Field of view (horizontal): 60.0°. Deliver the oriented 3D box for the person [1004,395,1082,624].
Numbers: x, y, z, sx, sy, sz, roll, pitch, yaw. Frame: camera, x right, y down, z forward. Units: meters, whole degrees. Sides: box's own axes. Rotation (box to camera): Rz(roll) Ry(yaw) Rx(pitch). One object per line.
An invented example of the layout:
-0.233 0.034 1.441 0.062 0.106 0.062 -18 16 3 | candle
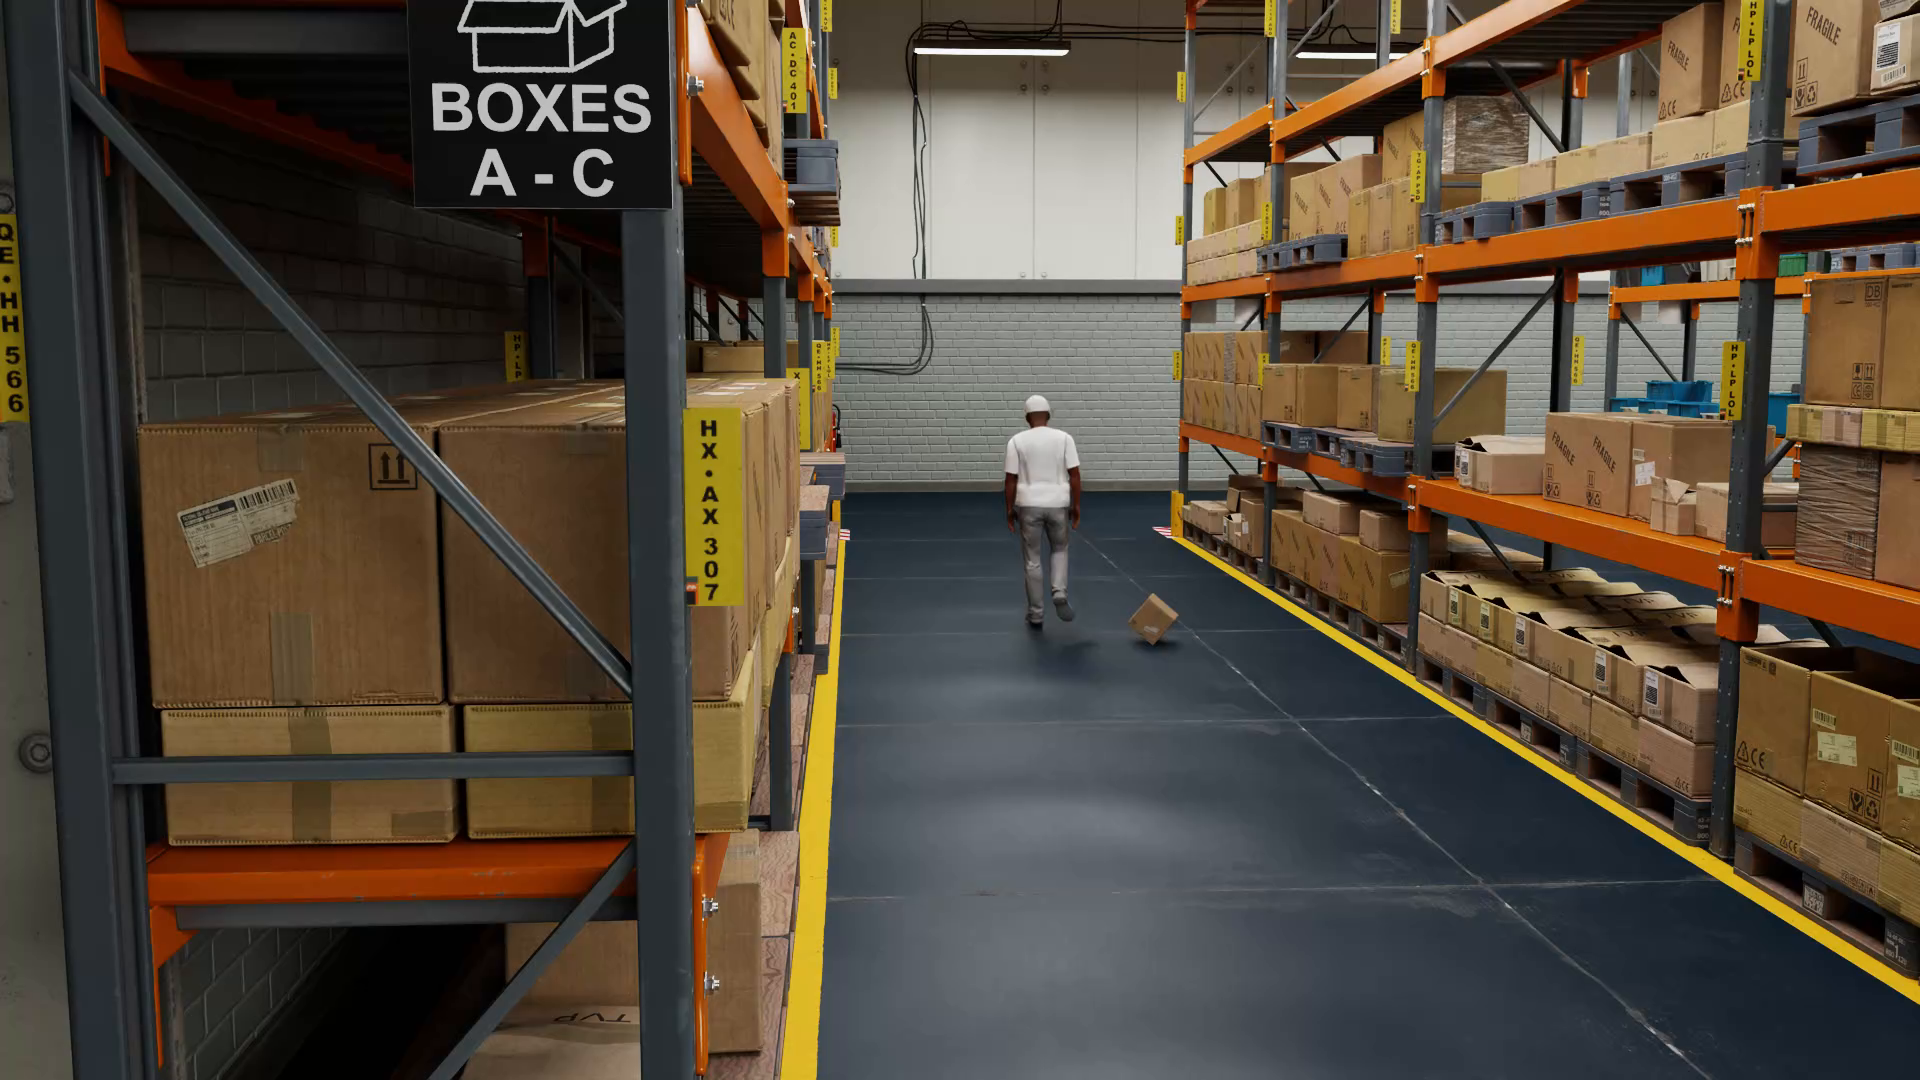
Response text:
0.642 -0.244 12.907 0.594 1.757 0.535 -1 7 -5 | person
